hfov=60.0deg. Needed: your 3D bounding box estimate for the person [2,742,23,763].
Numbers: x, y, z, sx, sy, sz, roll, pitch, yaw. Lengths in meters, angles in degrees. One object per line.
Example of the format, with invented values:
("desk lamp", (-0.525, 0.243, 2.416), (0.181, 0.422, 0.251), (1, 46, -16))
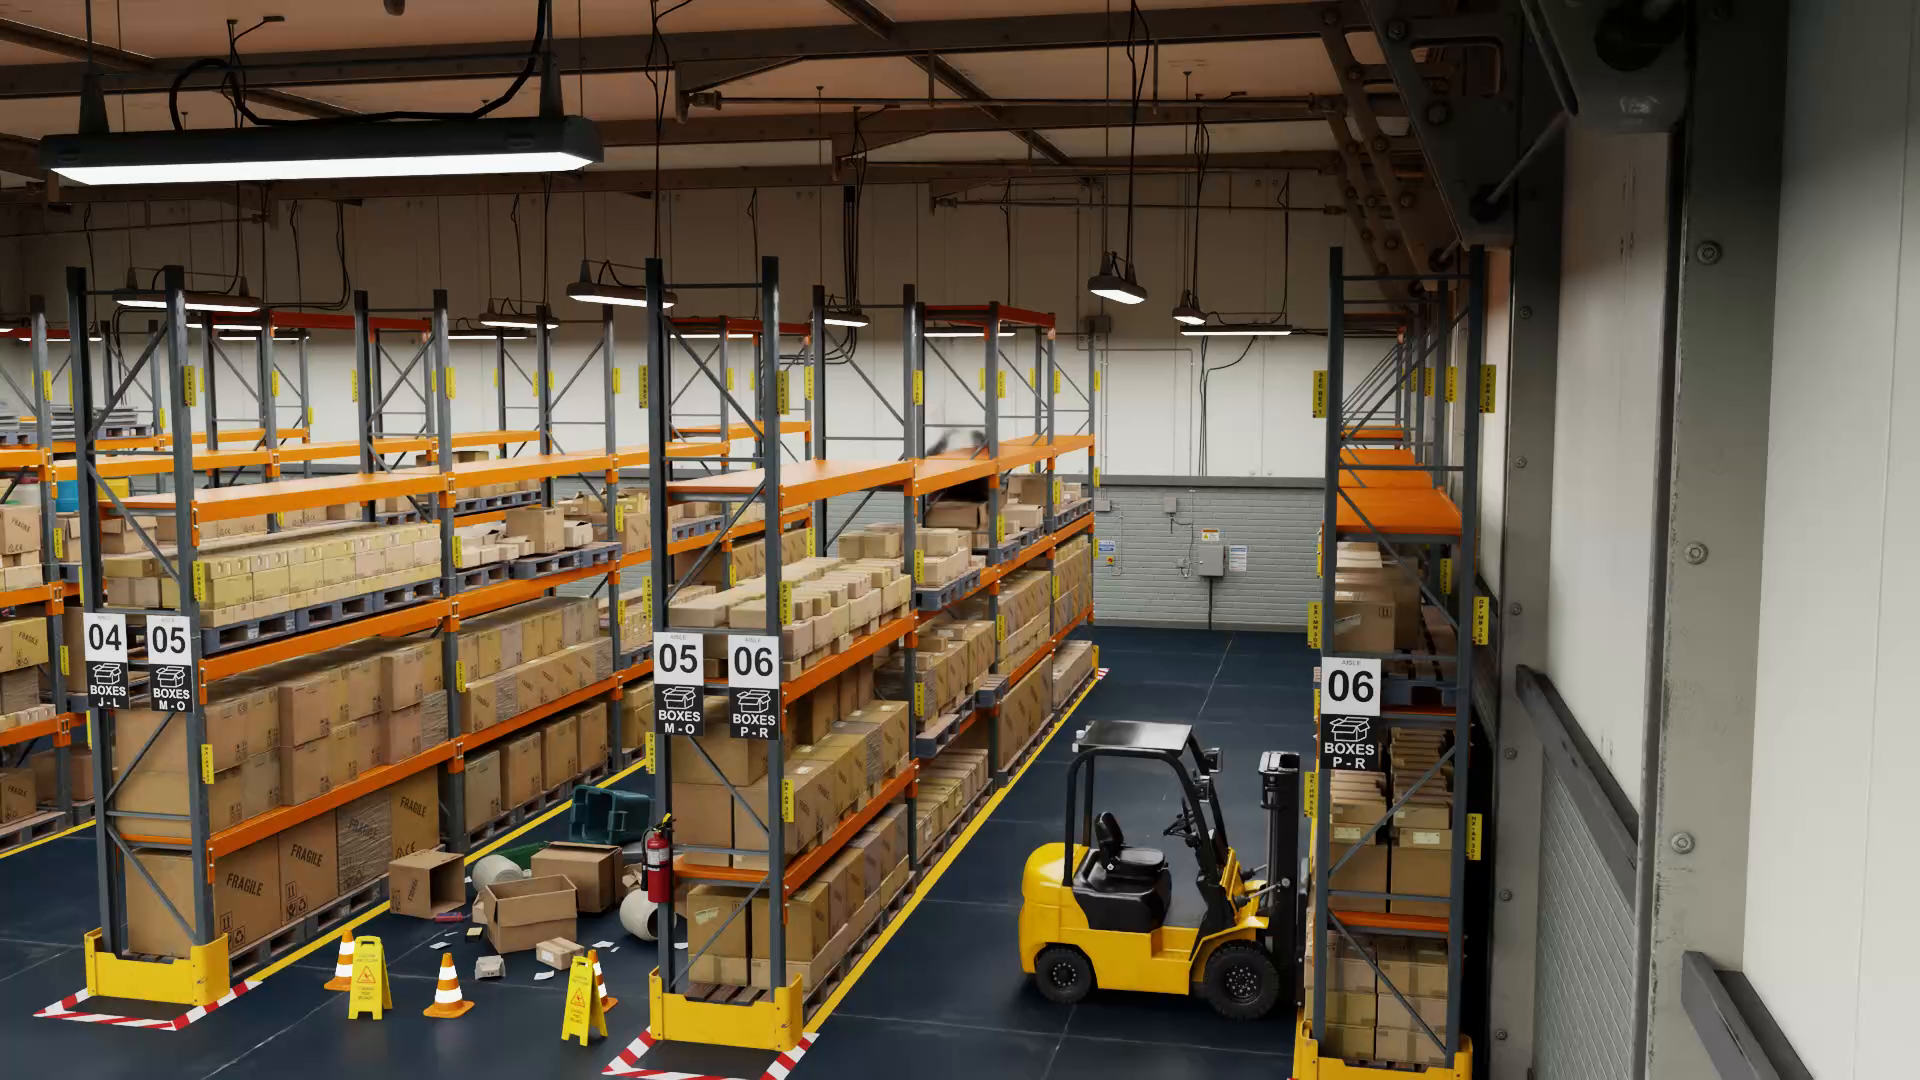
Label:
("person", (-12.571, 2.143, 21.797), (0.569, 1.627, 0.655), (0, 6, 2))
